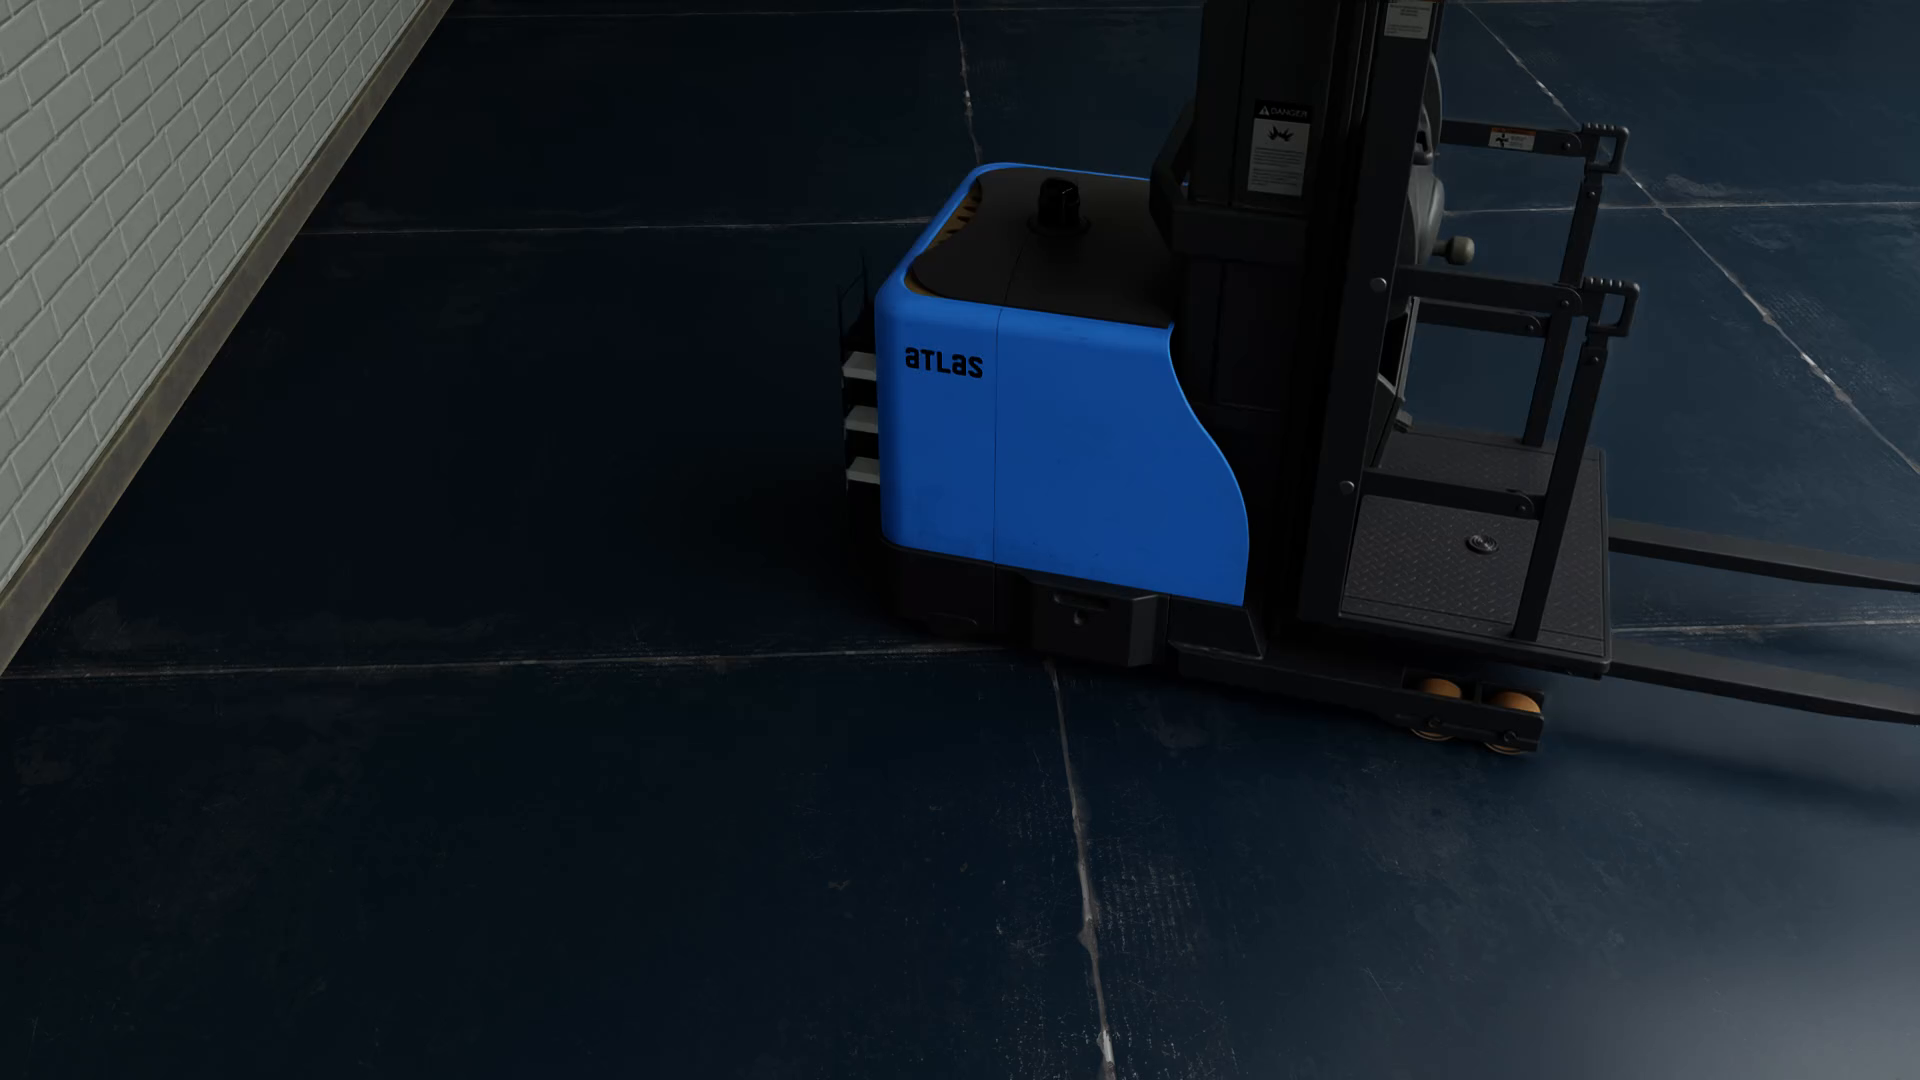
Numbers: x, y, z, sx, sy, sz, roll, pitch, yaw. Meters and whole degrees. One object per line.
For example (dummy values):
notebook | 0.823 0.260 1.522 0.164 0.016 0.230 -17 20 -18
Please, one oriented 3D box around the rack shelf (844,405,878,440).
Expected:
rack shelf | -0.217 -0.384 5.072 0.200 0.077 0.258 10 36 14

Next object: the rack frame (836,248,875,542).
rack frame | -0.314 -0.428 5.078 0.006 0.900 0.240 10 36 14

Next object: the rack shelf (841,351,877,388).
rack shelf | -0.217 -0.532 4.970 0.200 0.077 0.258 10 36 14

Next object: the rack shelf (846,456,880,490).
rack shelf | -0.217 -0.236 5.175 0.200 0.077 0.258 10 36 14

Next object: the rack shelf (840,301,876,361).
rack shelf | -0.217 -0.606 4.919 0.200 0.077 0.258 10 36 14

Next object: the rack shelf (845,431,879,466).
rack shelf | -0.217 -0.310 5.124 0.200 0.077 0.258 10 36 14

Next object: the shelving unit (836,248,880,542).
shelving unit | -0.217 -0.411 5.053 0.210 0.900 0.258 10 36 14

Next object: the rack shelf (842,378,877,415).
rack shelf | -0.217 -0.458 5.021 0.200 0.077 0.258 10 36 14

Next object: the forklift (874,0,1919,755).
forklift | 1.337 -0.973 4.081 3.031 2.935 1.130 10 36 14
